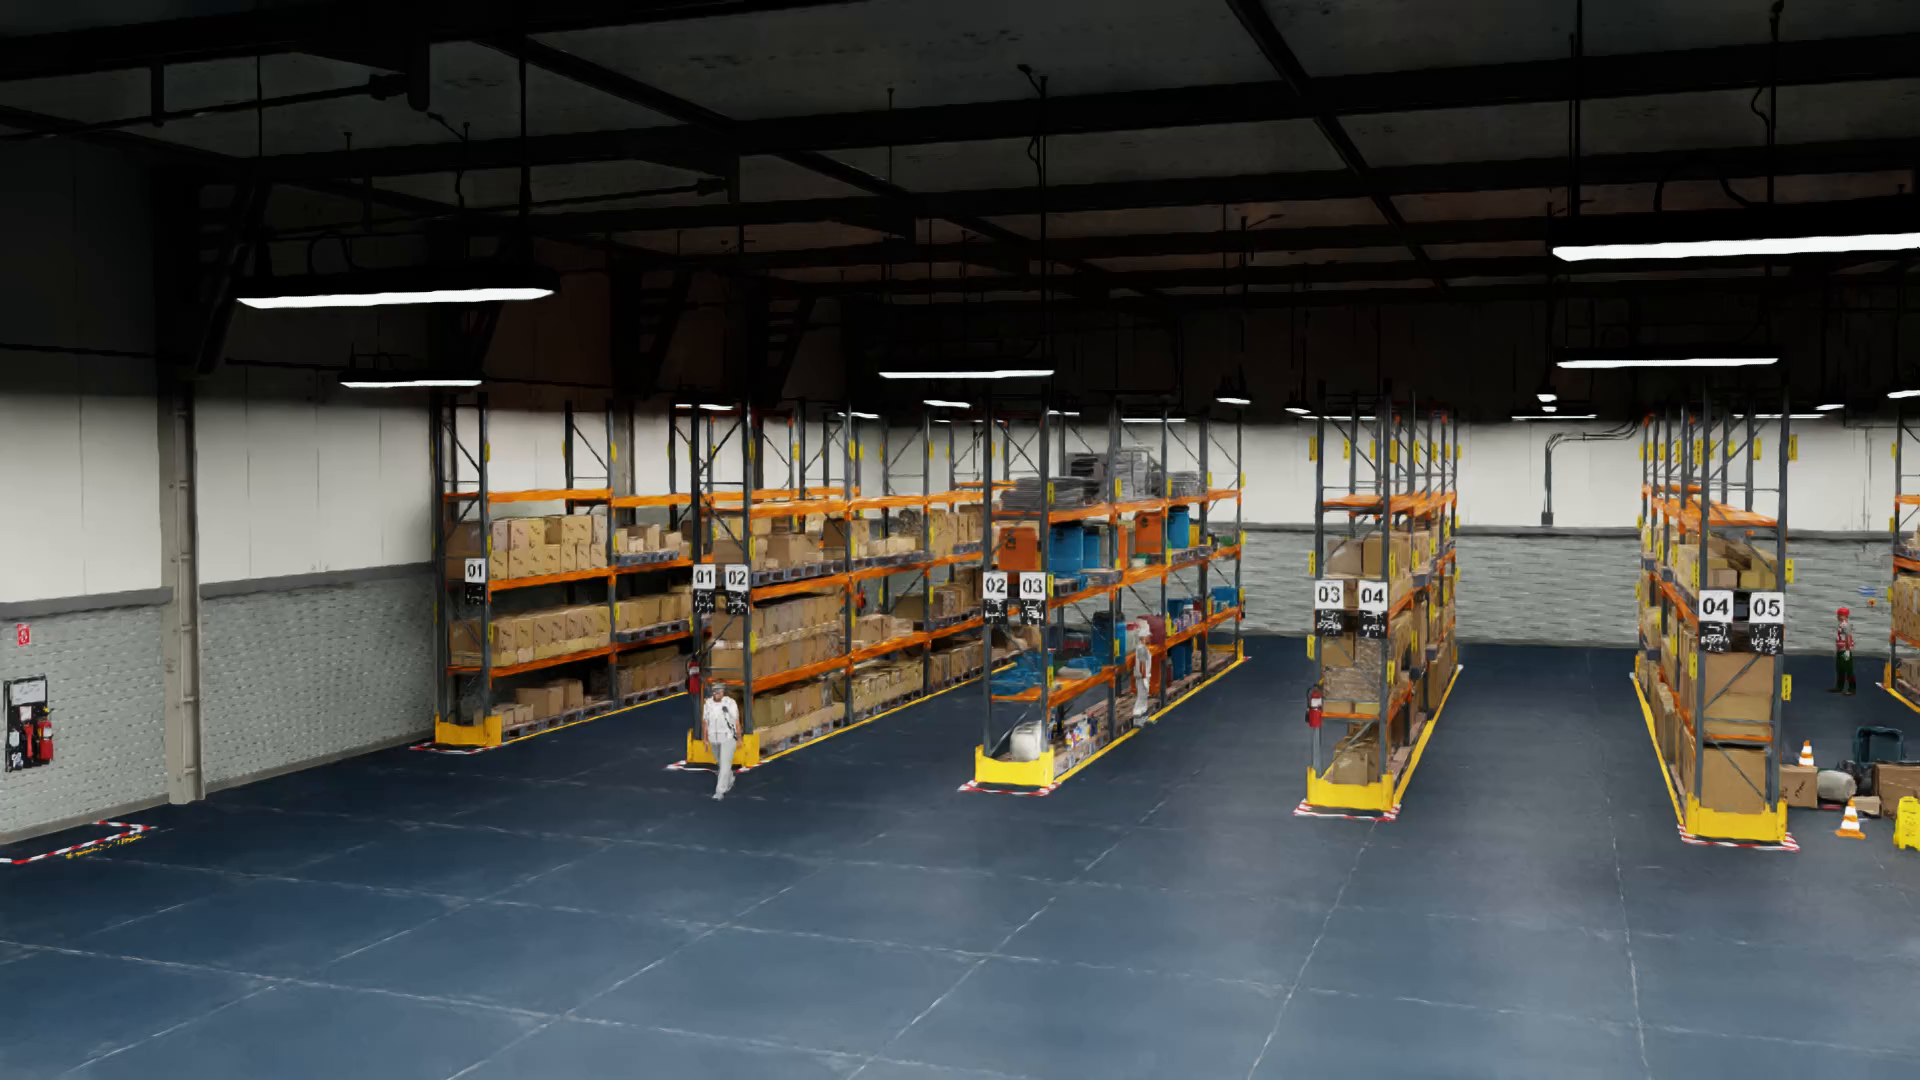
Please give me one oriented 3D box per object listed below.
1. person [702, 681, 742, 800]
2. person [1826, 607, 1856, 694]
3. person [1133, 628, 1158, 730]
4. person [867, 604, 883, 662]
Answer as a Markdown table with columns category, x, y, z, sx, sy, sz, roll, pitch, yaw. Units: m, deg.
| category | x | y | z | sx | sy | sz | roll | pitch | yaw |
| --- | --- | --- | --- | --- | --- | --- | --- | --- | --- |
| person | -3.481 | 2.859 | 24.066 | 0.547 | 1.672 | 1.115 | 1 | 3 | 18 |
| person | 18.219 | 2.273 | 34.309 | 0.483 | 1.787 | 0.637 | 1 | 3 | 16 |
| person | 3.348 | 2.489 | 30.012 | 0.468 | 1.794 | 0.625 | 0 | 3 | 3 |
| person | -1.841 | 2.211 | 37.186 | 0.469 | 1.584 | 1.089 | 1 | 3 | 18 |
